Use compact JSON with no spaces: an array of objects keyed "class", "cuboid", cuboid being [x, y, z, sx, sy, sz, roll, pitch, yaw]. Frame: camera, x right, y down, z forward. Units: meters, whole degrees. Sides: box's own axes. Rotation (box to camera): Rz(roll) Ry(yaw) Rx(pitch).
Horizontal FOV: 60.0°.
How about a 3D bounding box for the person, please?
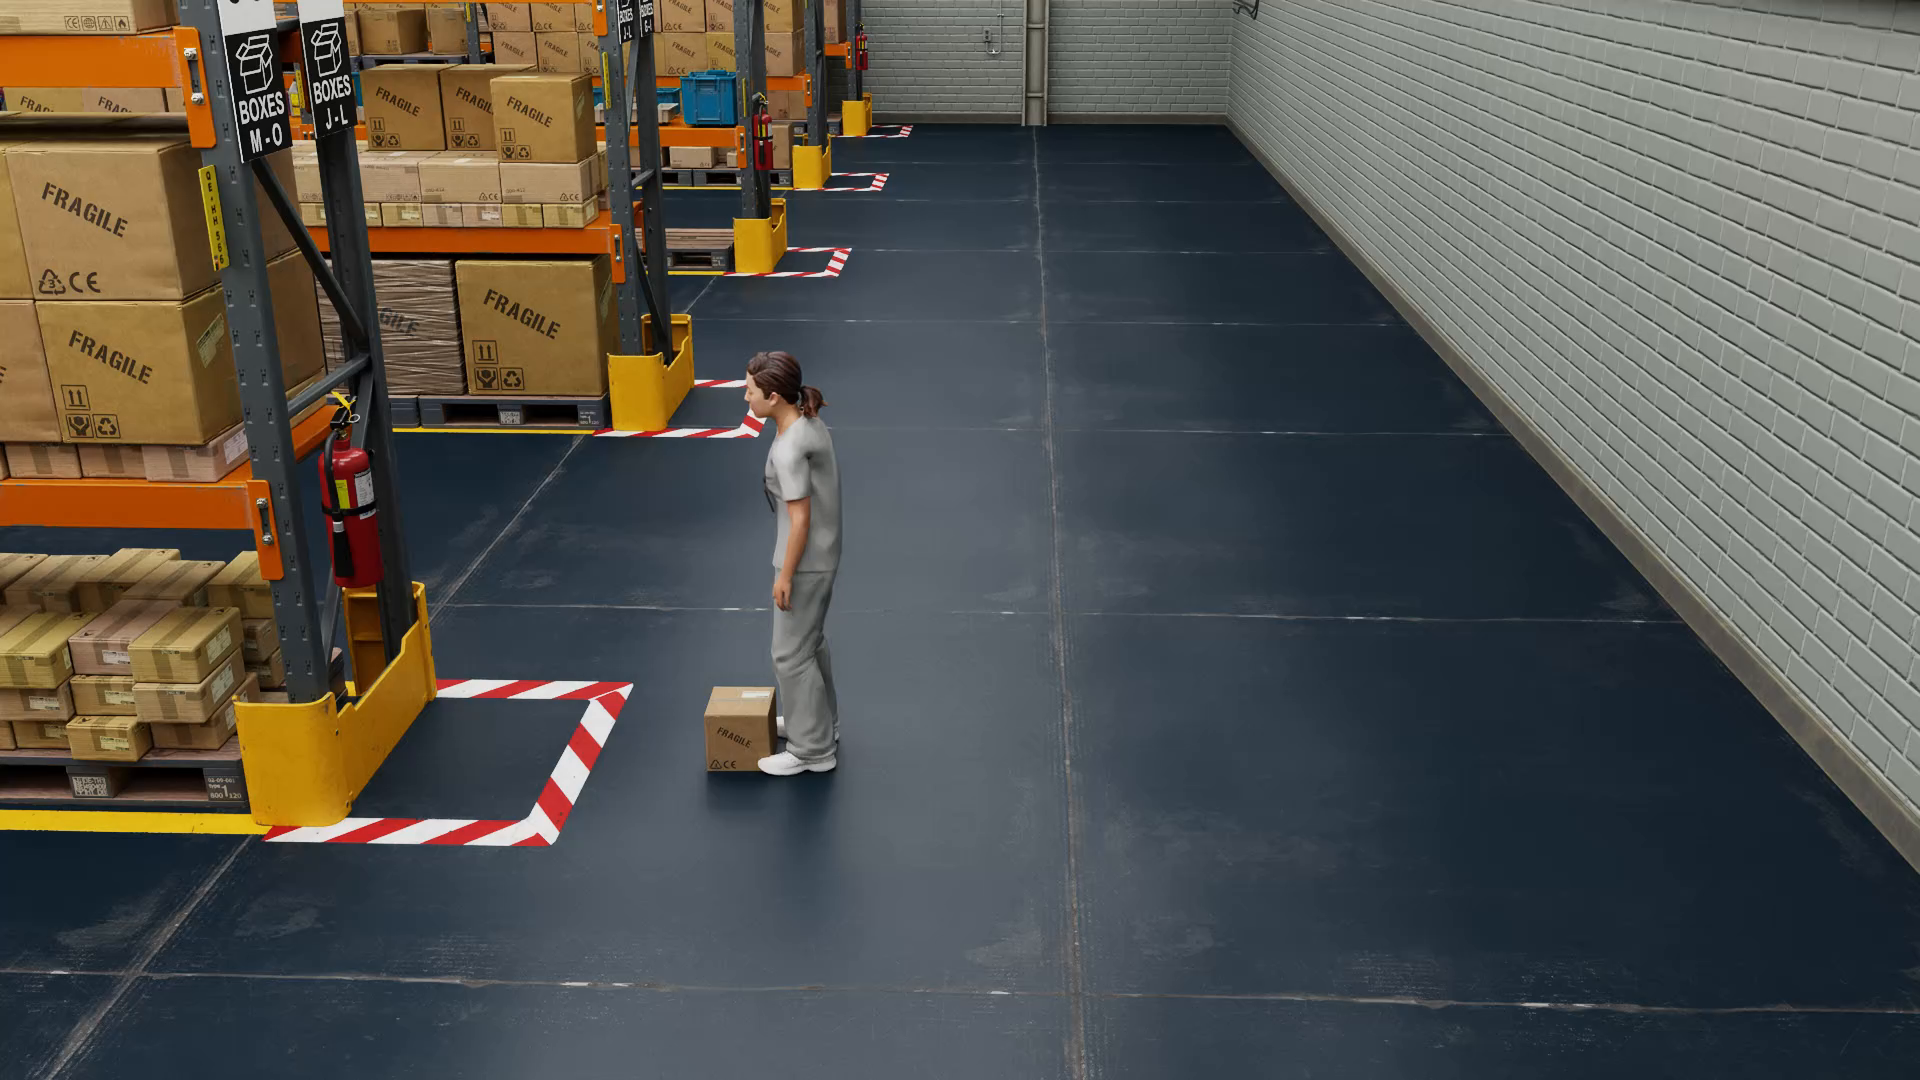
[{"class":"person","cuboid":[-0.620,0.085,6.359,0.352,1.673,0.494,0,21,1]}]
